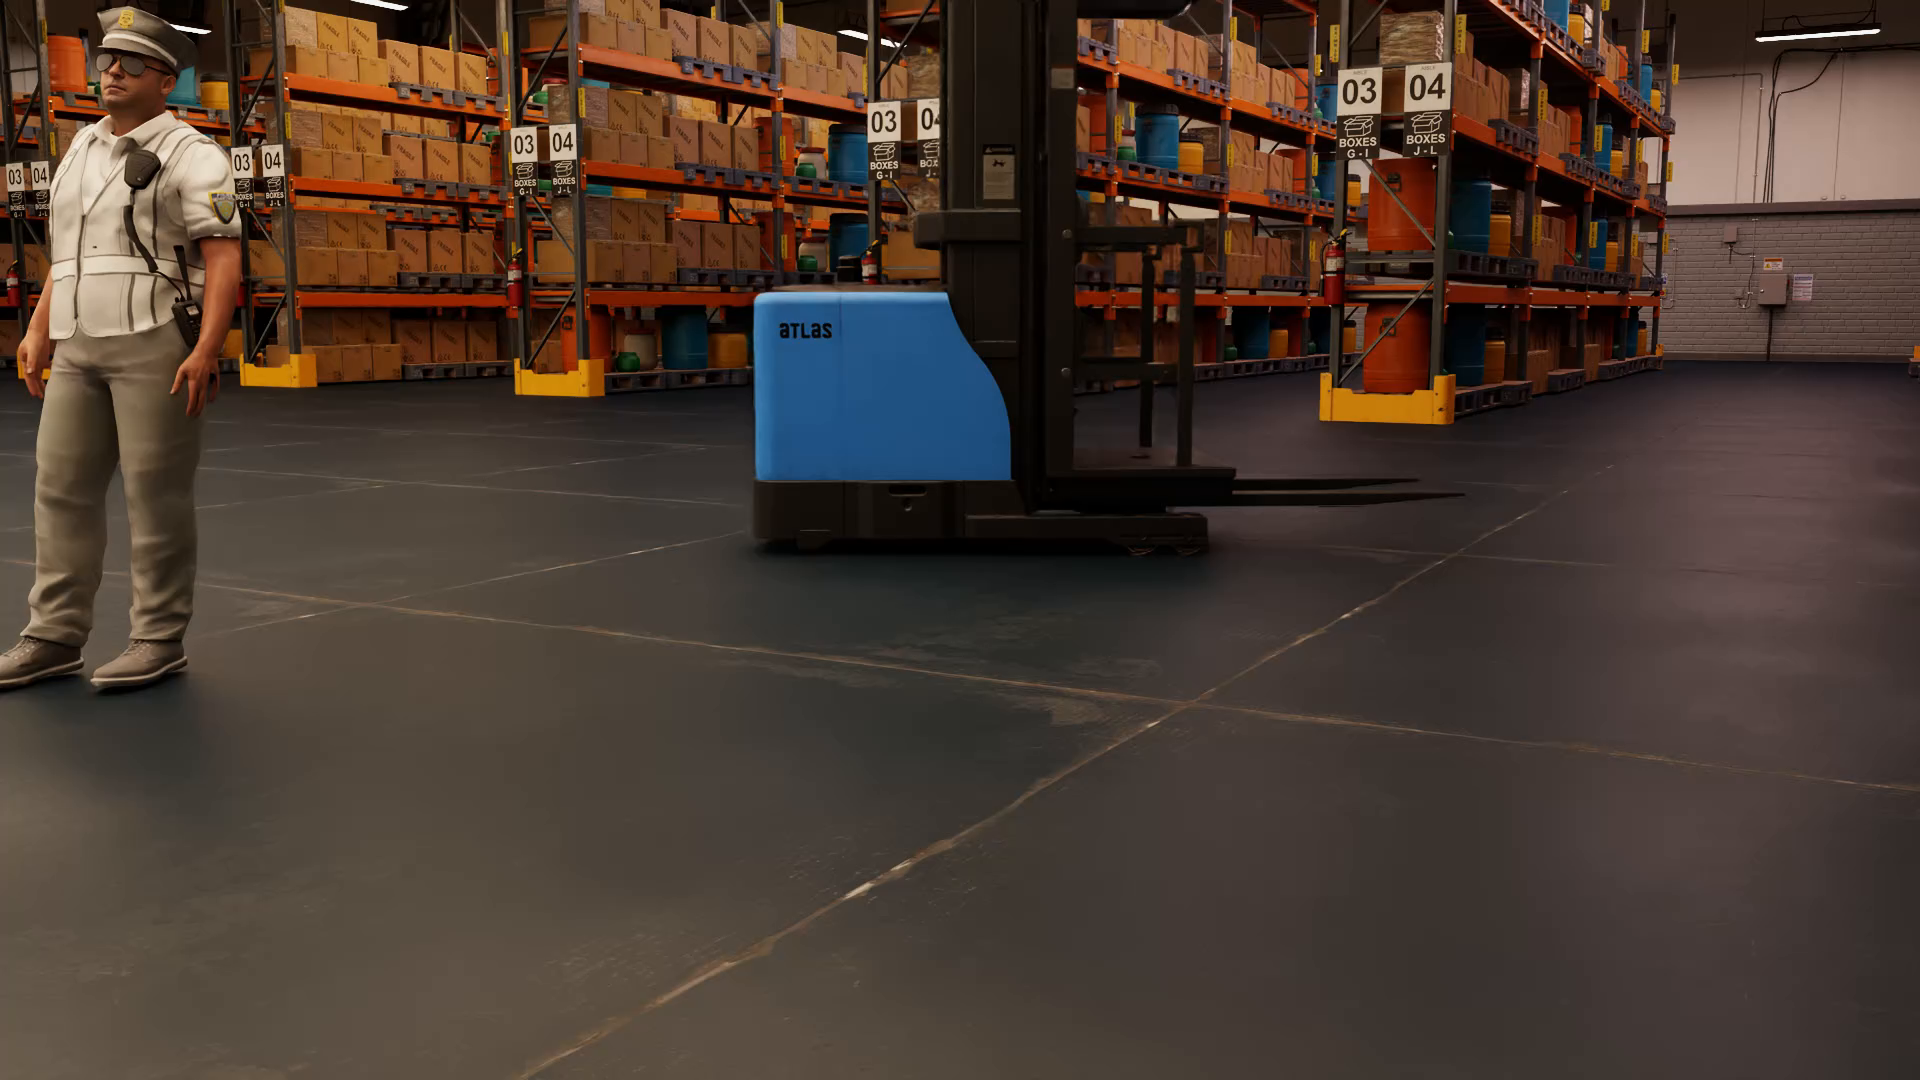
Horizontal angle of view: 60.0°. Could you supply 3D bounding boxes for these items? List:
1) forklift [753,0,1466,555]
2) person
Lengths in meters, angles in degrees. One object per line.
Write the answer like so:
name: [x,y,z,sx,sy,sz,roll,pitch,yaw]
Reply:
forklift: [0.636,-1.463,7.197,3.031,2.935,1.130,0,8,-3]
person: [-2.270,-0.508,4.425,0.640,1.780,0.575,3,8,18]
